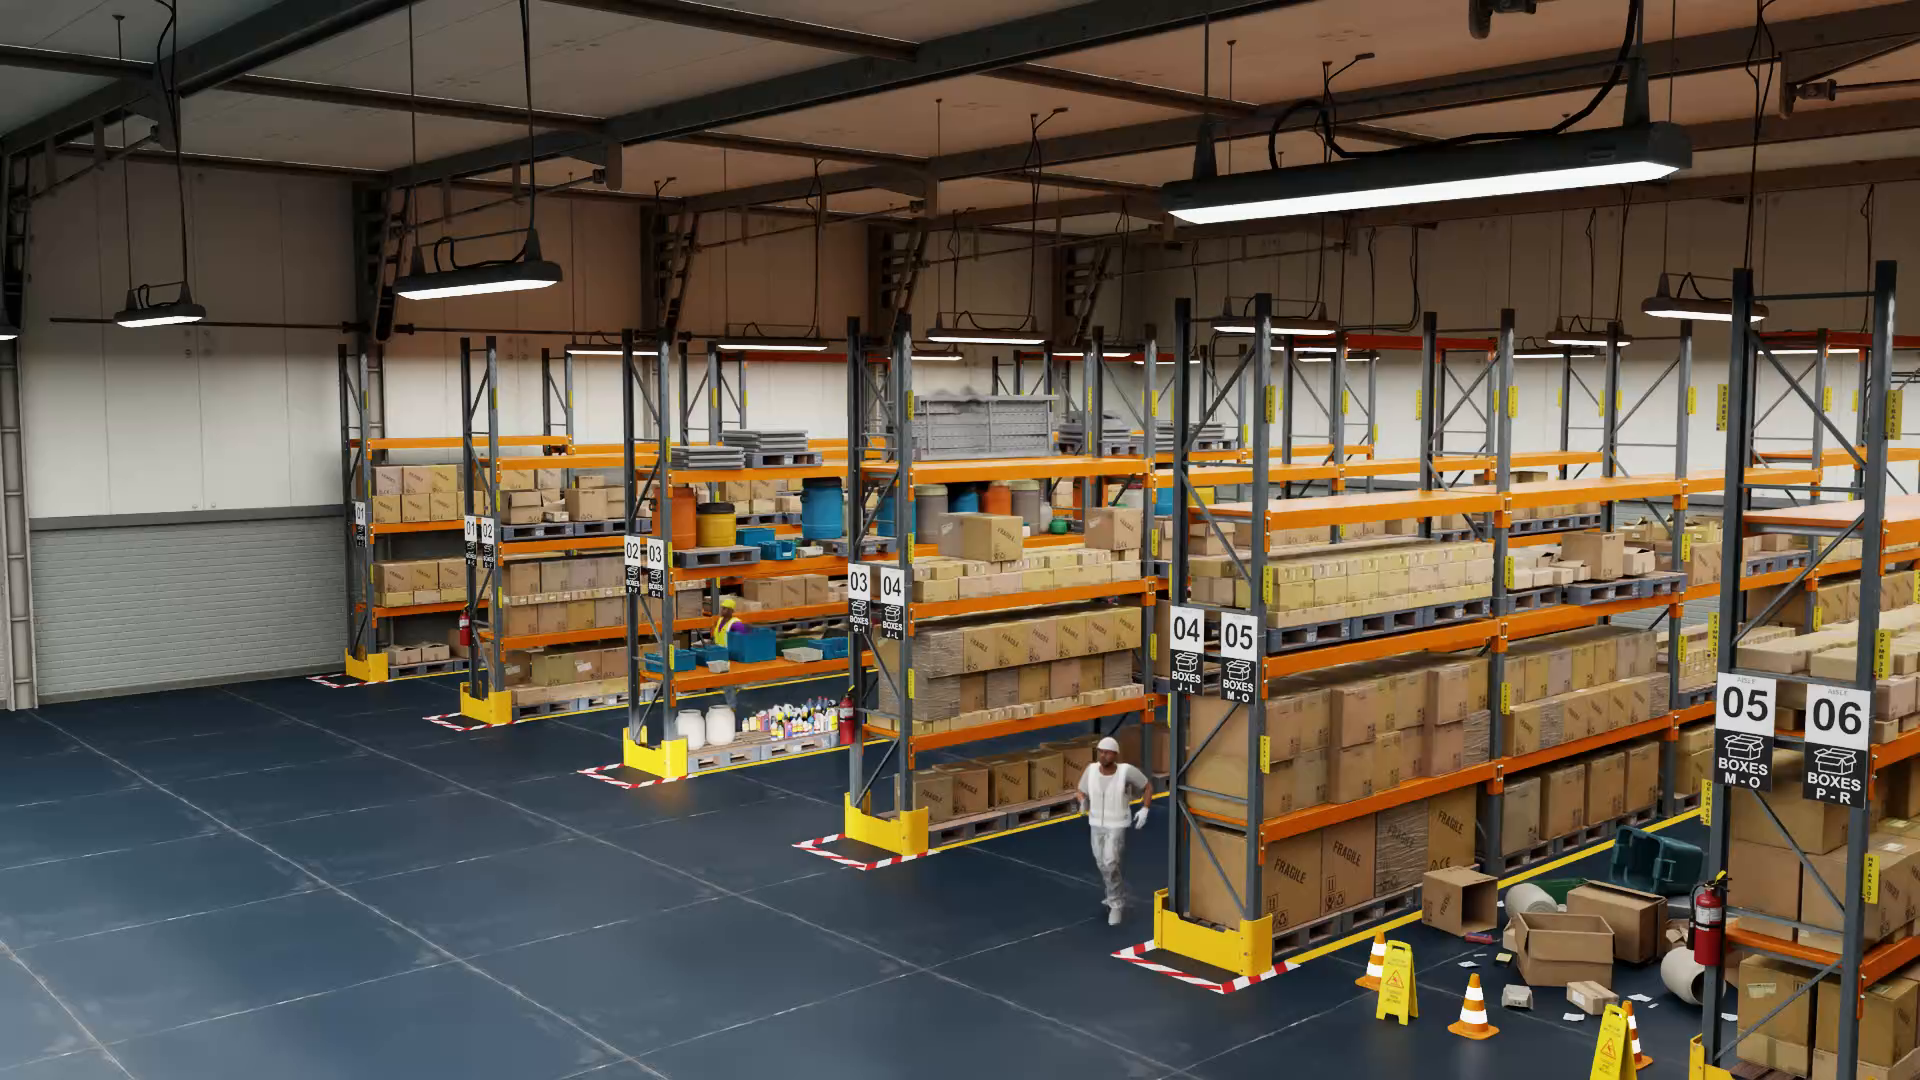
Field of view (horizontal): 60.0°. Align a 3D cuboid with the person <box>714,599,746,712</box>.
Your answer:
[{"bbox_3d":[-3.545,1.763,25.211,0.711,1.736,0.525,5,7,44],"label":"person"}]

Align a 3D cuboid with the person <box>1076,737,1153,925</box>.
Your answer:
[{"bbox_3d":[1.459,2.841,16.258,0.703,1.851,0.746,3,6,32],"label":"person"}]
